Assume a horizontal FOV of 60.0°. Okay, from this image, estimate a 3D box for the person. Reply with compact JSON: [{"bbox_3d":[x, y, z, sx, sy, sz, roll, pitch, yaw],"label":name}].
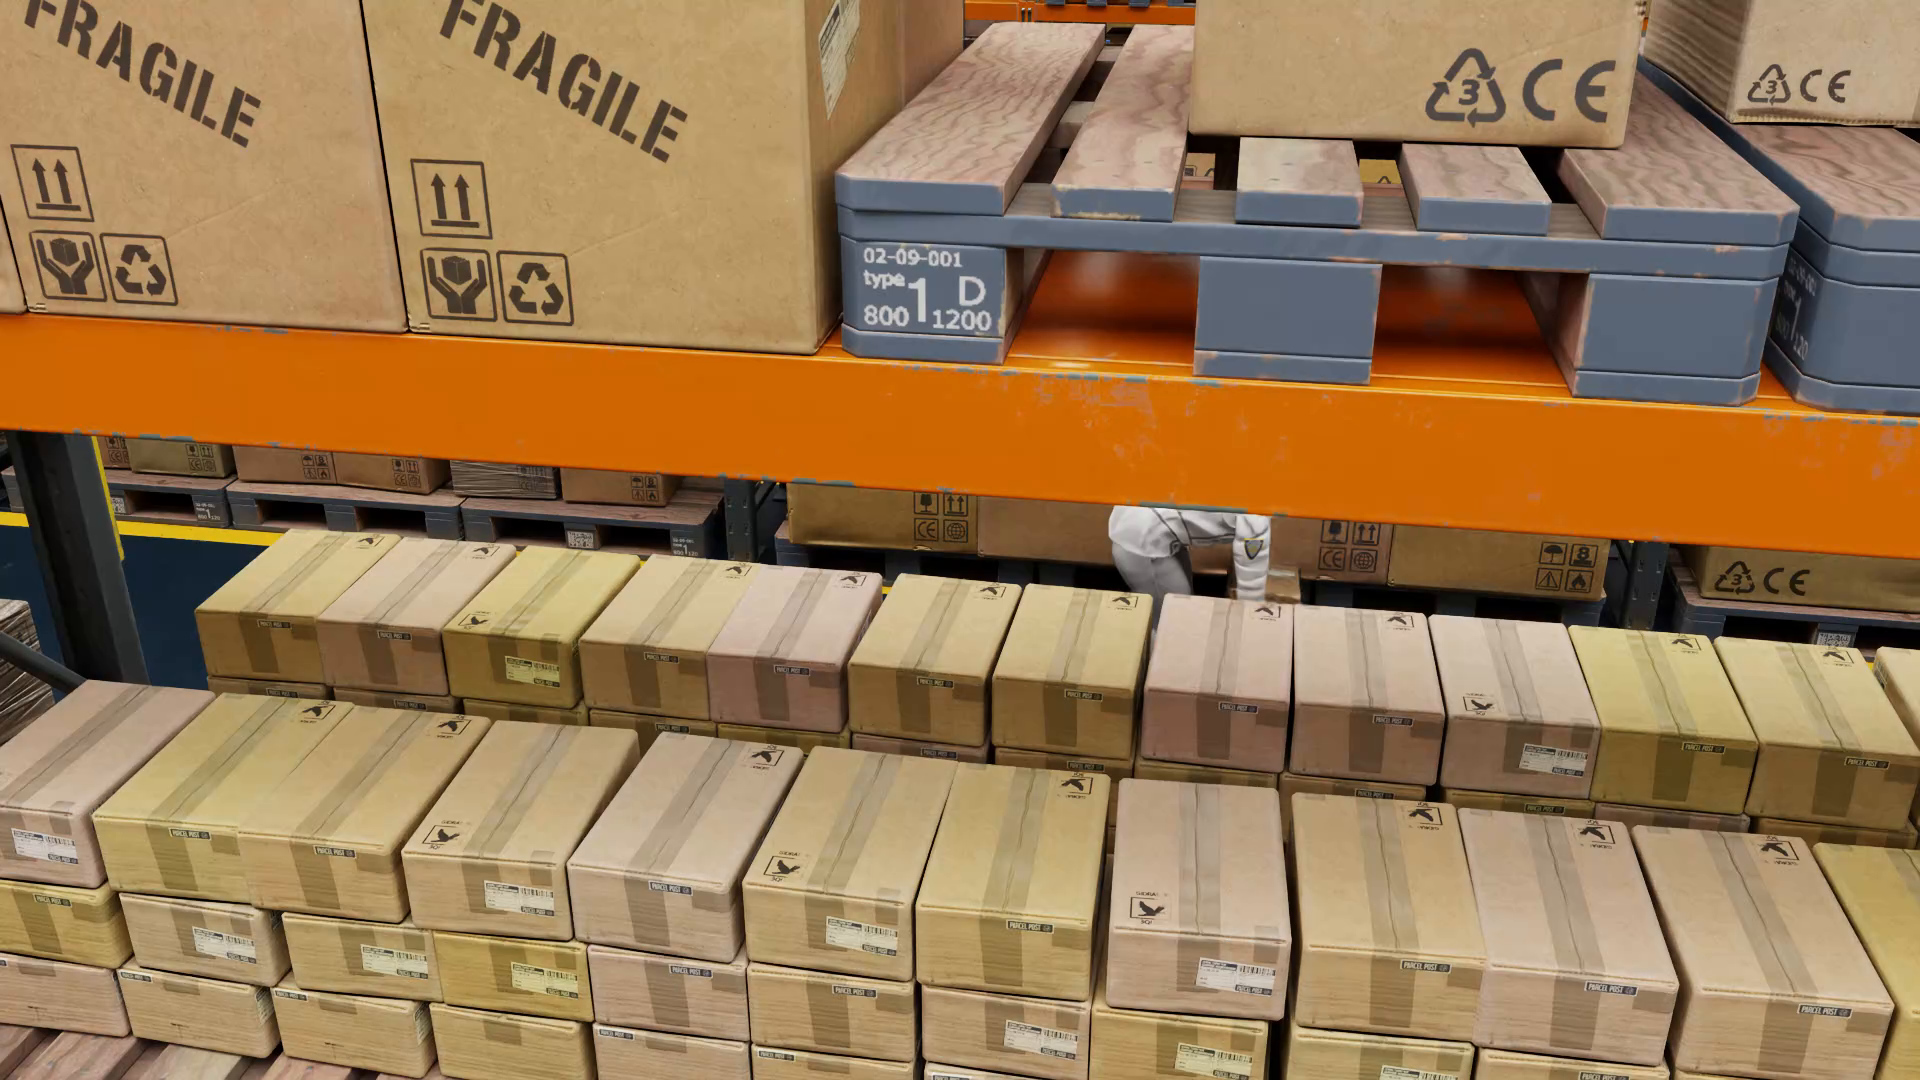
[{"bbox_3d":[0.984,0.180,6.152,0.886,1.307,0.405,3,25,6],"label":"person"}]
